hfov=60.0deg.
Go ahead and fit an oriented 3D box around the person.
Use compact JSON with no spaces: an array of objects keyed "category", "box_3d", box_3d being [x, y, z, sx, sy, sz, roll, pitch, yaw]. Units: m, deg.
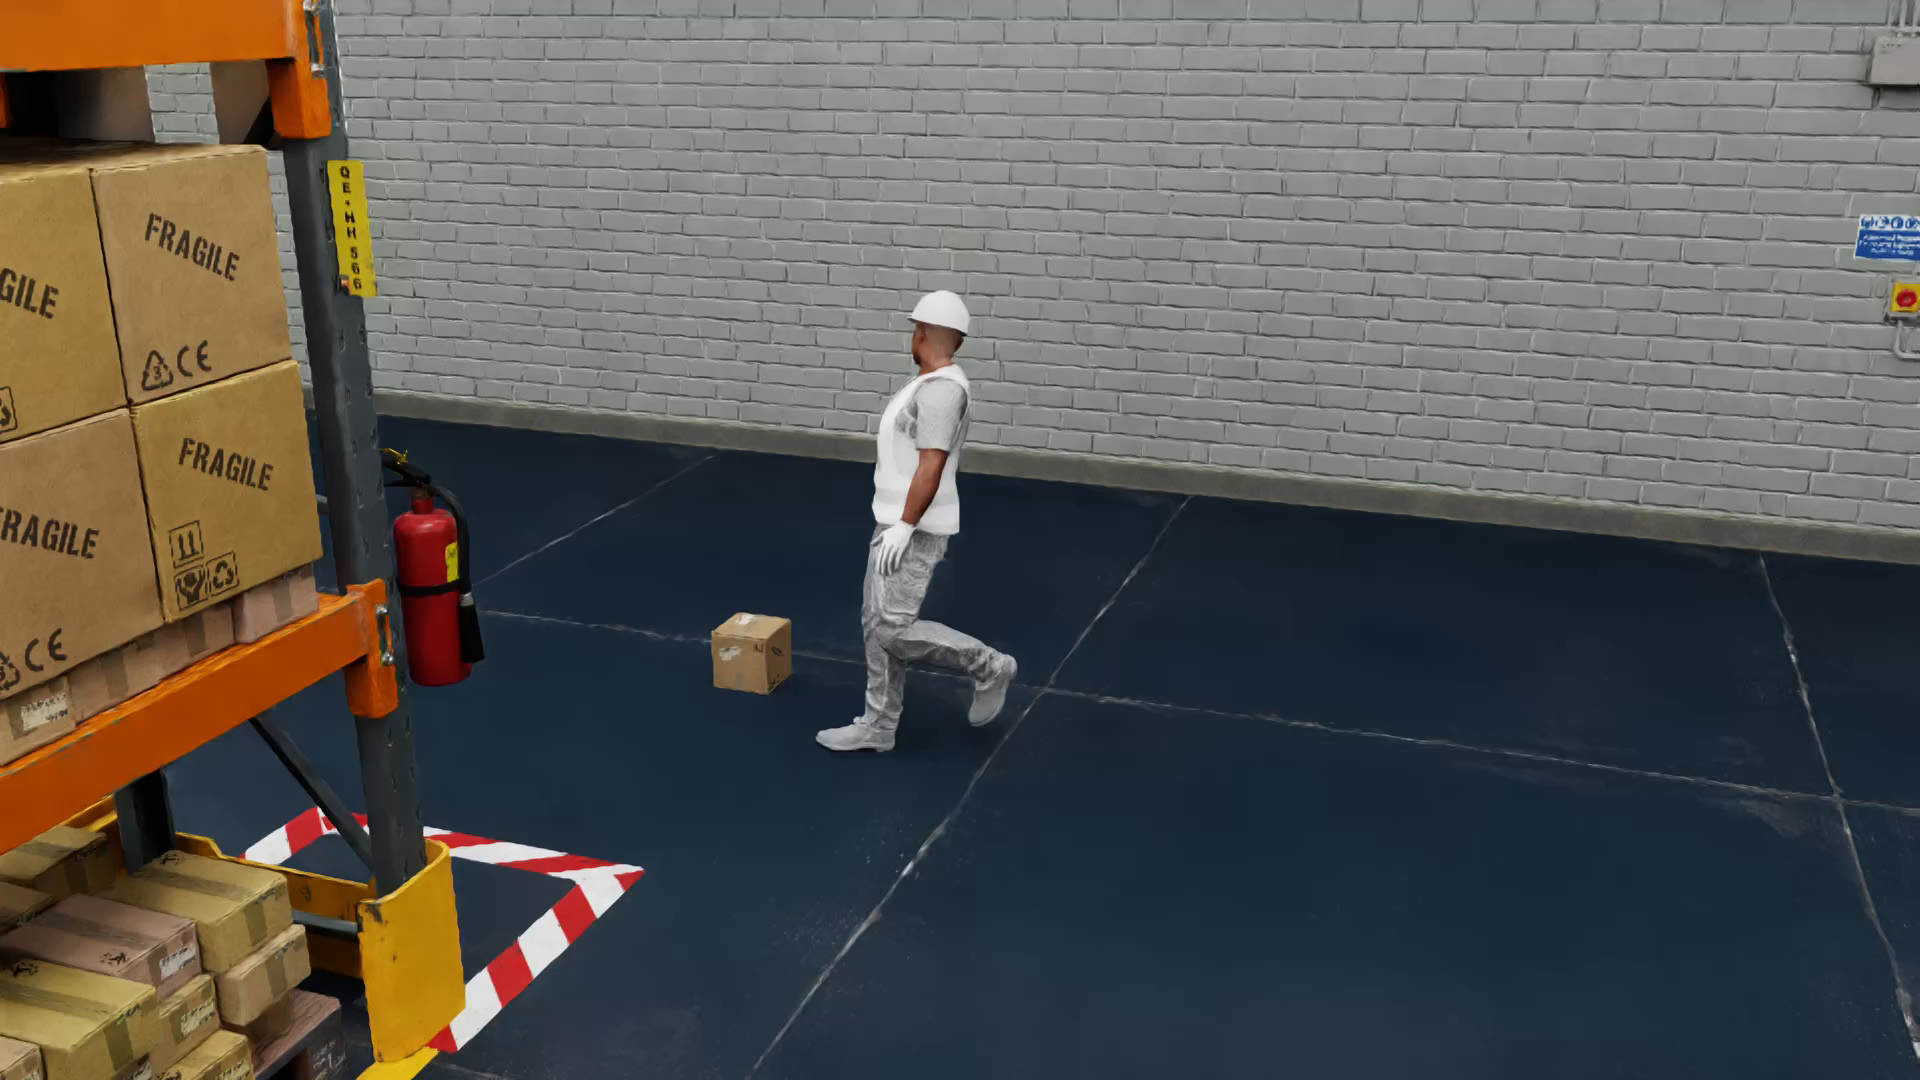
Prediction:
[{"category":"person","box_3d":[-0.174,-0.055,6.283,0.777,1.728,0.626,-1,18,-3]}]
